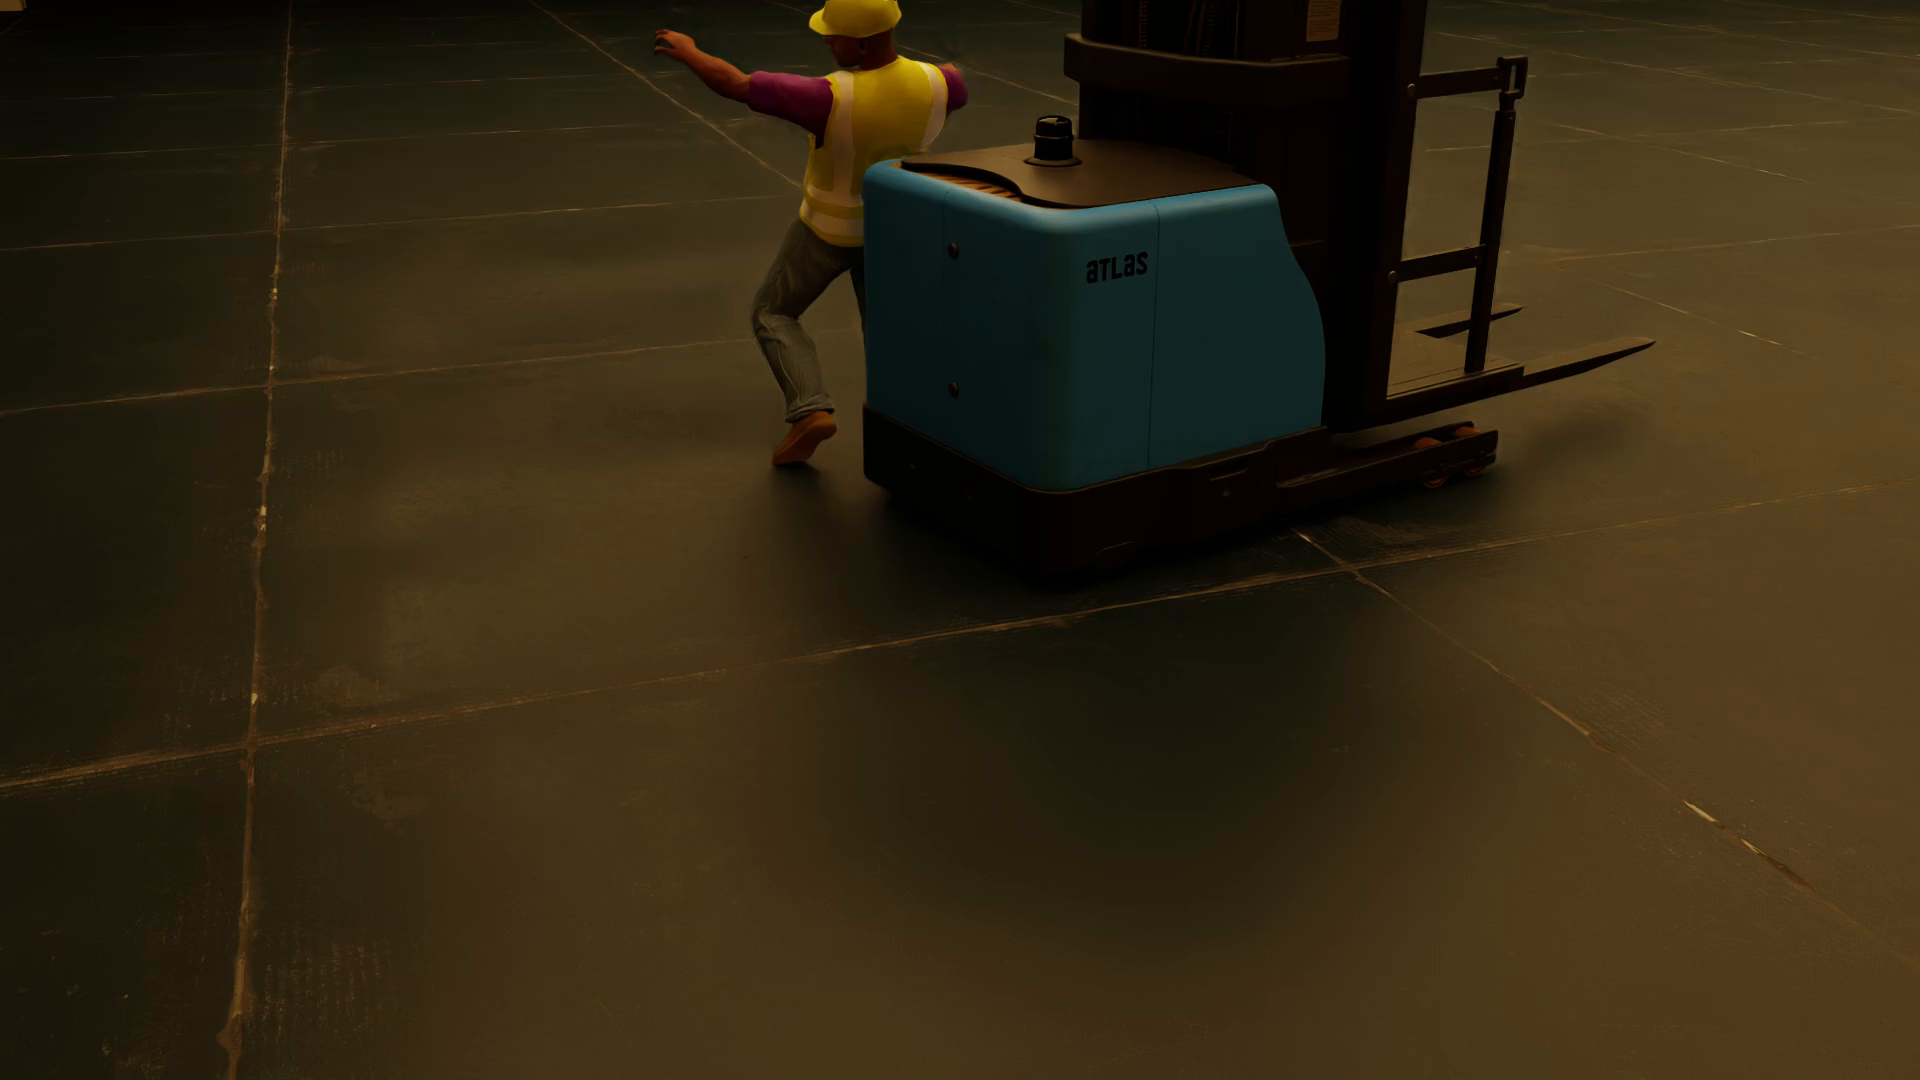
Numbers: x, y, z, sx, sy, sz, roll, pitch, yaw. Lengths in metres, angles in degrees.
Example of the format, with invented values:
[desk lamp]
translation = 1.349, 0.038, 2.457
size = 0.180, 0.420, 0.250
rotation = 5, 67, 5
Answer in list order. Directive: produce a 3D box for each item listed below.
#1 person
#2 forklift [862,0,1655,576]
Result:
[person]
translation = -0.358, -1.096, 5.724
size = 1.162, 1.635, 0.723
rotation = -13, 26, -28
[forklift]
translation = 1.194, -1.675, 5.282
size = 3.031, 2.935, 1.130
rotation = -15, 27, -31
